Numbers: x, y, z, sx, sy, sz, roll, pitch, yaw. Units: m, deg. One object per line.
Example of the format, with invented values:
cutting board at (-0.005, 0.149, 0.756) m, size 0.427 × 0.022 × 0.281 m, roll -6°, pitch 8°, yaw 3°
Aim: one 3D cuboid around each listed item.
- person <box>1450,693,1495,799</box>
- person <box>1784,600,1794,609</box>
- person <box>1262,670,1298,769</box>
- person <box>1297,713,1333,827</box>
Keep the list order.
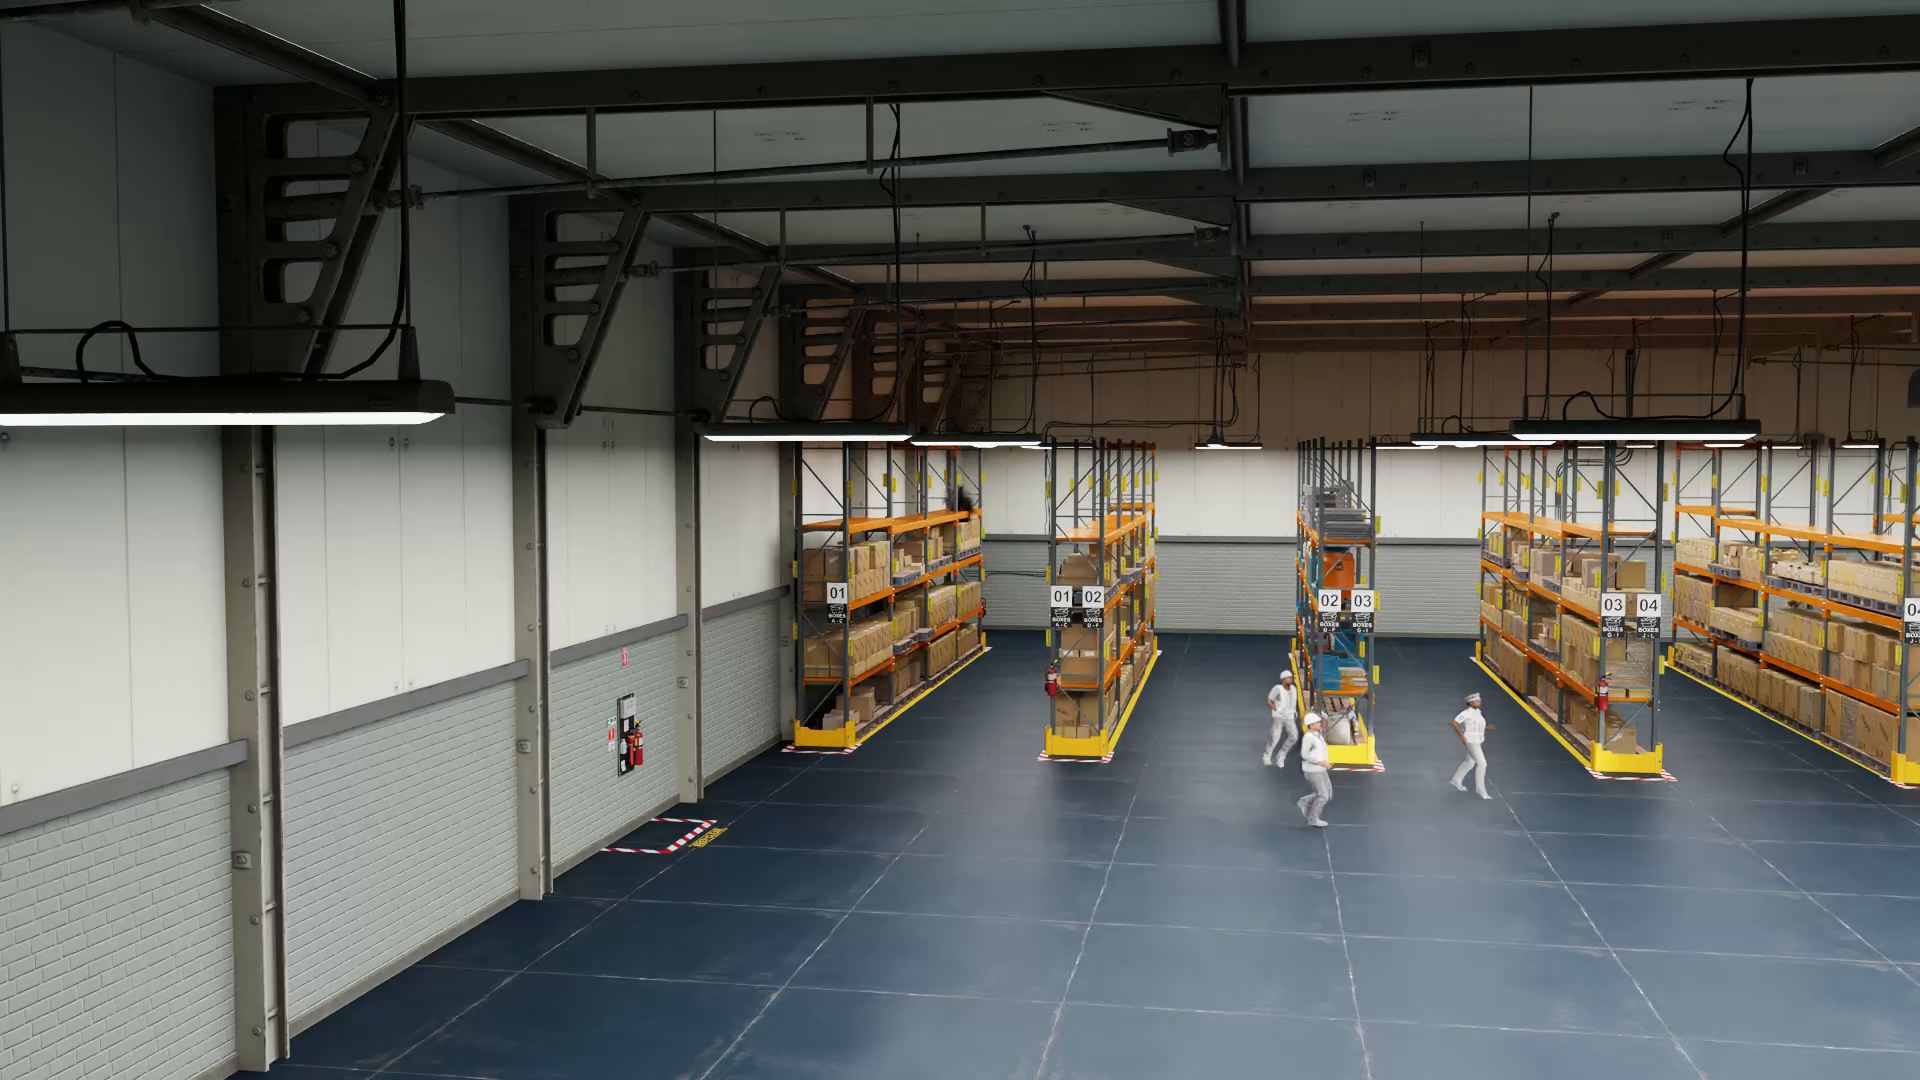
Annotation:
person at (8.528, 3.408, 27.678) m, size 0.764 × 1.755 × 0.549 m, roll 2°, pitch 4°, yaw 39°
person at (22.722, 2.501, 45.382) m, size 0.810 × 1.674 × 0.576 m, roll 1°, pitch 3°, yaw 15°
person at (5.885, 3.246, 30.187) m, size 0.729 × 1.756 × 0.648 m, roll -1°, pitch 3°, yaw -22°
person at (5.431, 3.511, 25.442) m, size 0.606 × 1.722 × 0.656 m, roll 2°, pitch 3°, yaw 30°
